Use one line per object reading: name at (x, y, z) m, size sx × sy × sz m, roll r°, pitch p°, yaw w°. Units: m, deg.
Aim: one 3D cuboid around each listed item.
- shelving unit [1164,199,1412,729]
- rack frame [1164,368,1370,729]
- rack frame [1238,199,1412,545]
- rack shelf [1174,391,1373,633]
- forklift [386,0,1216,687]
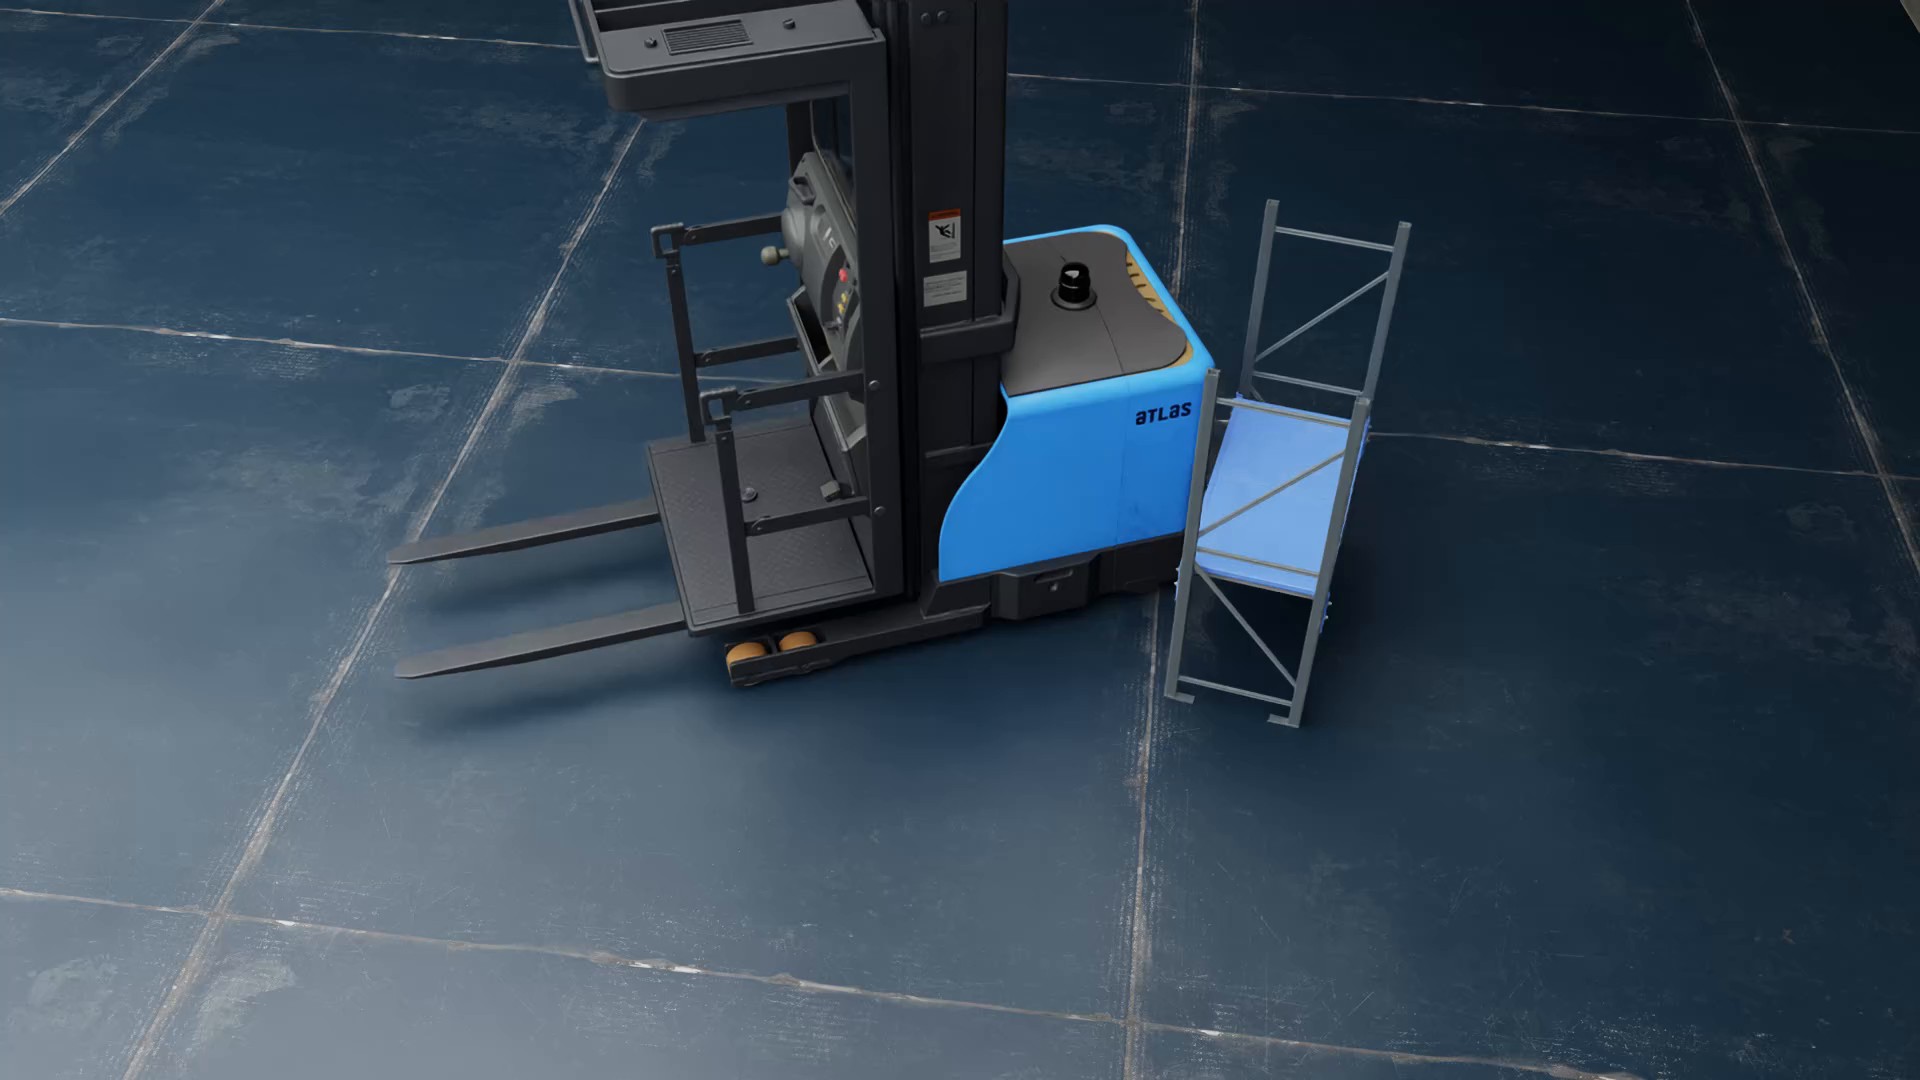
shelving unit at (1.153, -0.256, 5.929) m, size 0.538 × 1.500 × 1.048 m, roll 13°, pitch 45°, yaw 13°
rack frame at (0.995, 0.076, 5.578) m, size 0.500 × 1.500 × 0.032 m, roll 13°, pitch 45°, yaw 13°
rack frame at (1.311, -0.588, 6.280) m, size 0.500 × 1.500 × 0.032 m, roll 13°, pitch 45°, yaw 13°
rack shelf at (1.153, -0.125, 6.053) m, size 0.538 × 0.185 × 1.000 m, roll 13°, pitch 45°, yaw 13°
forklift at (-0.654, -0.931, 5.601) m, size 3.031 × 2.935 × 1.130 m, roll -12°, pitch 45°, yaw -12°
